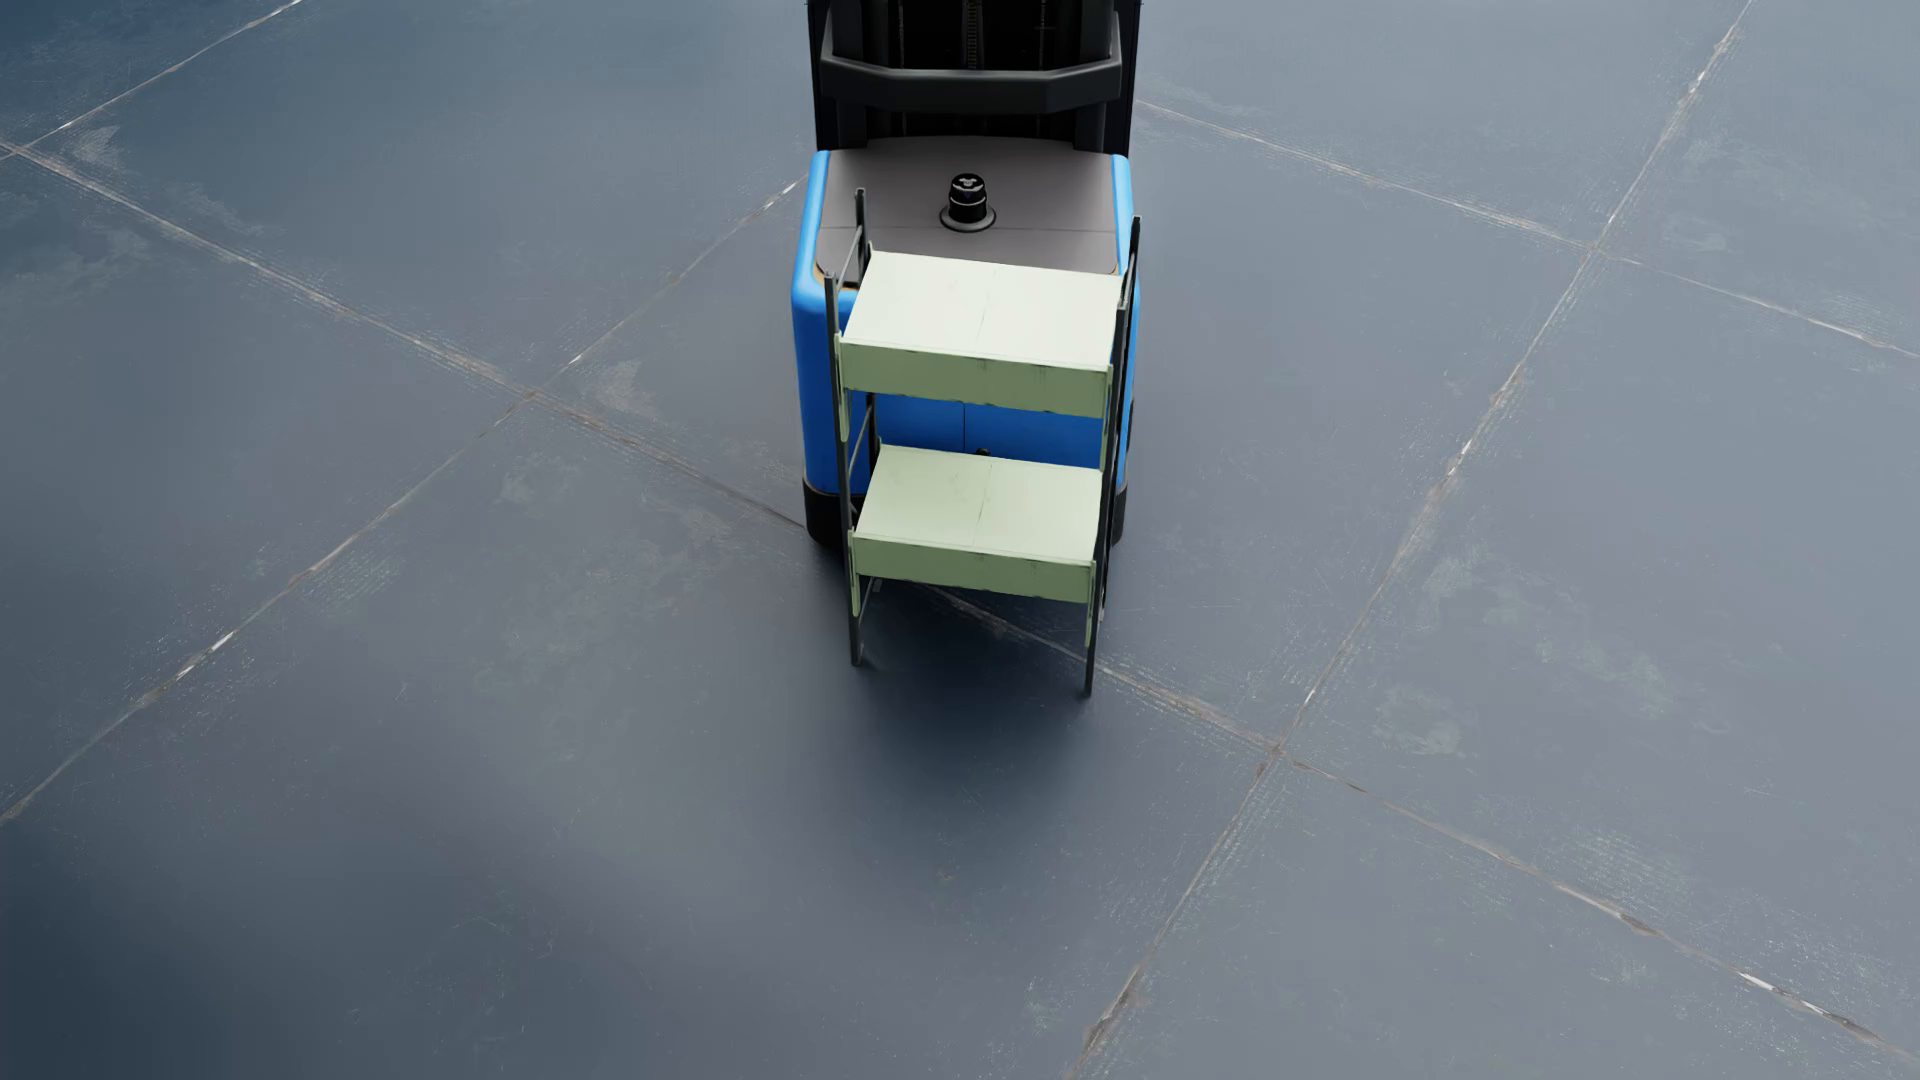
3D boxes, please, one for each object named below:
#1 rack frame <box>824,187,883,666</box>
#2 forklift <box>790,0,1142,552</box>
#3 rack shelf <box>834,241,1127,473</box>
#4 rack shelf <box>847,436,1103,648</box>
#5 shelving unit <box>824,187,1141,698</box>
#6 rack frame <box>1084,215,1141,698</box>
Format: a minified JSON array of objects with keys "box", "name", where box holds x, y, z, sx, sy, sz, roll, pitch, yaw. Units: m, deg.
[{"box":[-0.295,-0.270,4.810,0.023,1.500,0.400,7,46,7],"name":"rack frame"},{"box":[0.051,-2.023,5.515,1.130,2.935,3.031,1,46,1],"name":"forklift"},{"box":[0.066,-0.497,4.486,0.720,0.370,0.431,7,46,7],"name":"rack shelf"},{"box":[0.066,0.002,5.000,0.720,0.370,0.431,7,46,7],"name":"rack shelf"},{"box":[0.066,-0.225,4.766,0.755,1.500,0.431,7,46,7],"name":"shelving unit"},{"box":[0.426,-0.180,4.722,0.023,1.500,0.400,7,46,7],"name":"rack frame"}]
